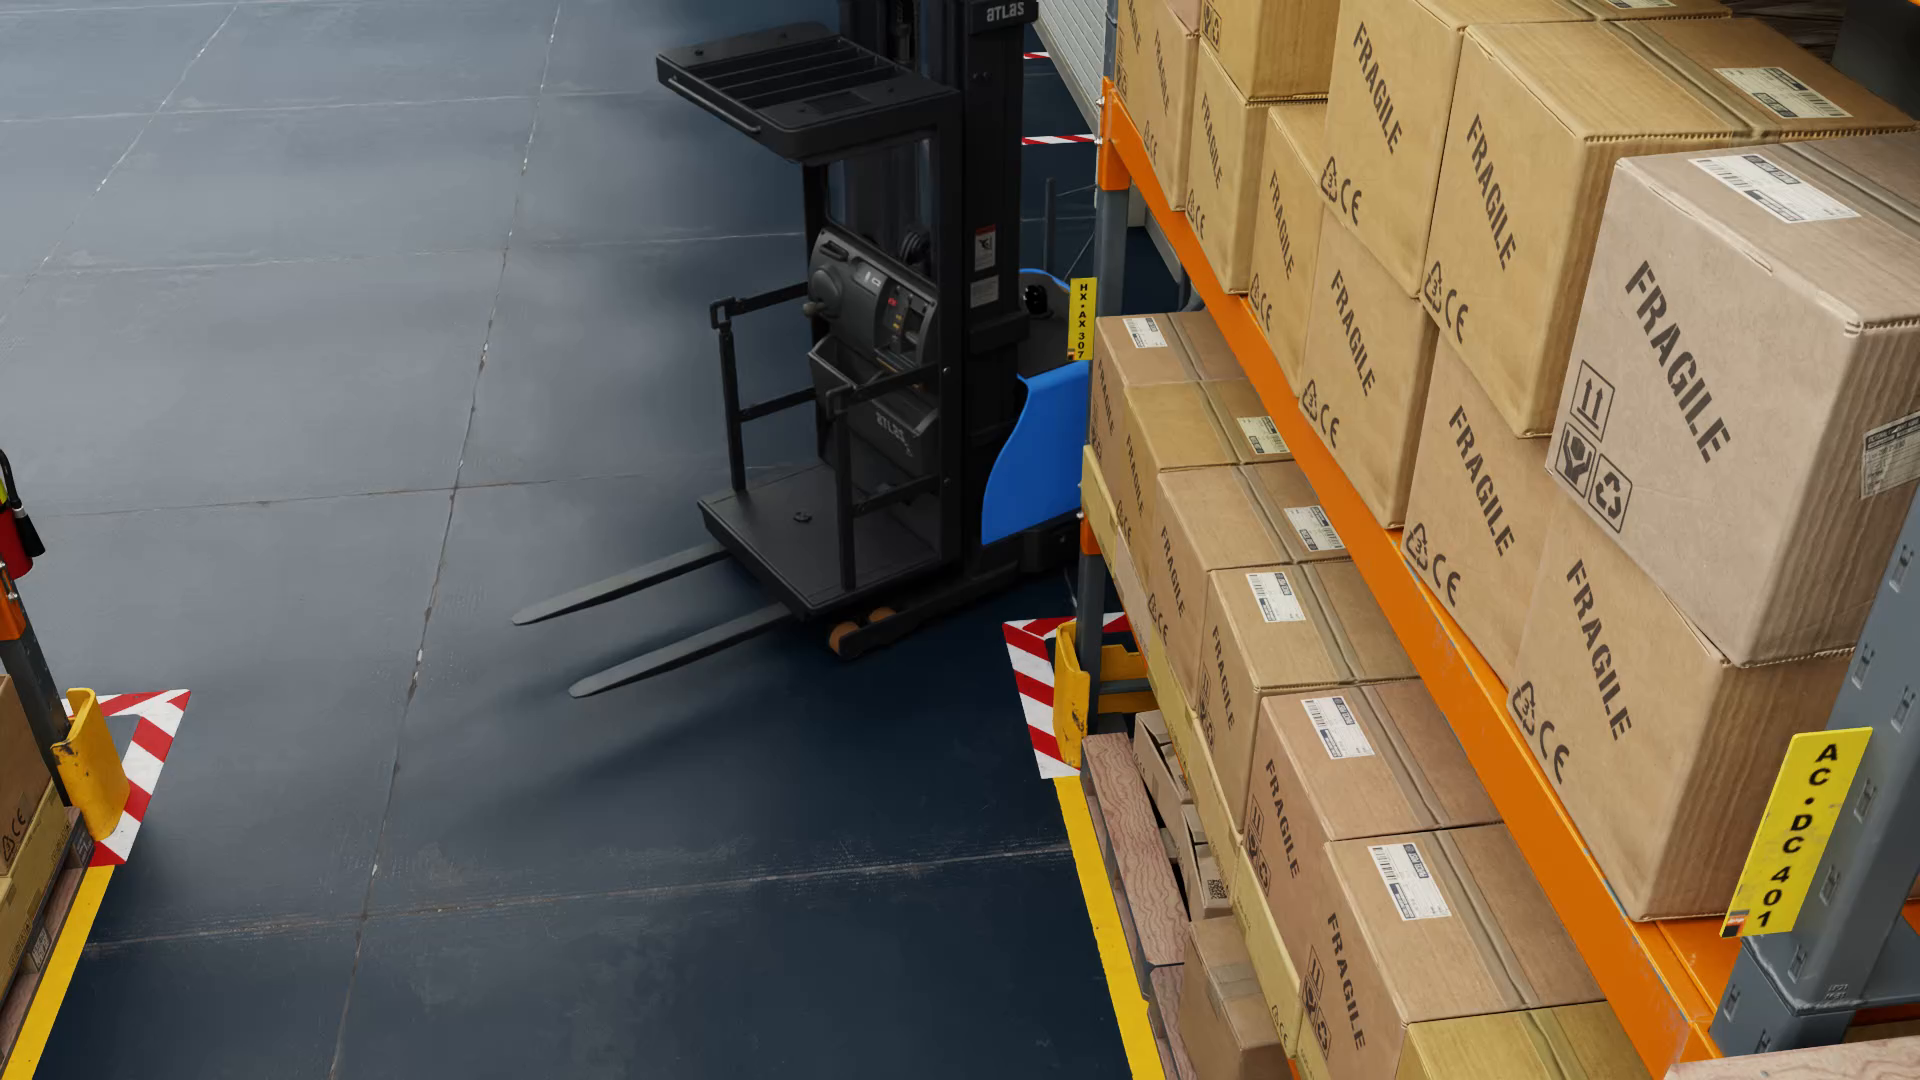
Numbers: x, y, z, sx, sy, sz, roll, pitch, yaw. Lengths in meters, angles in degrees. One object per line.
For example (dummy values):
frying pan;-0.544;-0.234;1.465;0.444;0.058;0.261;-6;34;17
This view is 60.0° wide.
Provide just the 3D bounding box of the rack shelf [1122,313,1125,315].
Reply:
rack shelf;0.928;-0.850;8.484;0.538;0.185;1.000;-21;40;-28

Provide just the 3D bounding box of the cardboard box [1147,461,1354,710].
cardboard box;0.865;0.123;4.856;0.500;0.500;0.500;-5;35;-8

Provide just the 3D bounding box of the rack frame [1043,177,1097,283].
rack frame;0.637;-1.233;8.728;0.500;1.500;0.032;-21;40;-28

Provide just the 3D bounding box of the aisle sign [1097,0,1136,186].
aisle sign;0.672;-1.567;5.578;0.394;0.787;0.004;-4;35;-6

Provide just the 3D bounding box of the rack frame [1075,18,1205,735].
rack frame;0.979;-0.476;6.284;1.000;3.000;0.127;-4;35;-6

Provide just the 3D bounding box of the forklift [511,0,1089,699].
forklift;-0.557;-1.016;7.138;3.031;2.935;1.130;-22;40;-28

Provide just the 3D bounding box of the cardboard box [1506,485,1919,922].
cardboard box;1.204;0.203;2.518;0.500;0.500;0.500;-3;34;-5

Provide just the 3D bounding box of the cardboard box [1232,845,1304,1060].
cardboard box;1.011;1.011;4.219;0.500;0.250;0.500;-5;35;-7

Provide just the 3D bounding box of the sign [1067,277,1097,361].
sign;0.442;-0.792;5.980;0.100;0.325;0.005;-4;35;-6

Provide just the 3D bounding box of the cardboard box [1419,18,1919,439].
cardboard box;1.097;-0.511;2.679;0.500;0.500;0.500;-3;34;-4

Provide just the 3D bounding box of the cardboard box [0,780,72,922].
cardboard box;-3.564;1.141;5.980;0.500;0.250;0.500;-4;35;-6

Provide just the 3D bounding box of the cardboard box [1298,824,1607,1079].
cardboard box;1.074;0.982;3.595;0.500;0.500;0.500;-5;35;-7

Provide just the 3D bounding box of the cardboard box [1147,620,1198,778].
cardboard box;0.877;0.448;5.045;0.500;0.250;0.500;-5;35;-7

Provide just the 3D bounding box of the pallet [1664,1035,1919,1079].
pallet;1.495;0.947;1.700;1.213;0.211;1.003;-4;35;-6

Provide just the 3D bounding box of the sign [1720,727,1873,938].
sign;0.981;0.349;1.952;0.100;0.325;0.005;-4;35;-6

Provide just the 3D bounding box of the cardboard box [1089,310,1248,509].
cardboard box;0.746;-0.443;5.685;0.500;0.500;0.500;-4;35;-6

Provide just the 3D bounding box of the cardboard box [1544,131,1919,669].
cardboard box;1.181;-0.205;2.229;0.500;0.500;0.500;-7;35;-10

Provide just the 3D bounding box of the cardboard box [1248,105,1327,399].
cardboard box;0.980;-0.670;3.799;0.500;0.500;0.500;-2;34;-3

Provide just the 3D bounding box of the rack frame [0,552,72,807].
rack frame;-3.929;-0.098;5.731;1.000;3.000;0.127;-4;35;-6

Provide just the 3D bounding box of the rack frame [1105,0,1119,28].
rack frame;0.979;-2.955;4.595;1.000;3.000;0.127;-4;35;-6

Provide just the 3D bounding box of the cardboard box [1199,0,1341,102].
cardboard box;0.888;-1.376;3.947;0.500;0.500;0.500;-3;34;-5

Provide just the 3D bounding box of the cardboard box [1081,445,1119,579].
cardboard box;0.730;-0.126;5.886;0.500;0.250;0.500;-5;35;-8

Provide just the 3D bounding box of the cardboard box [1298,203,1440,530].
cardboard box;1.037;-0.385;3.381;0.500;0.500;0.500;-6;35;-8

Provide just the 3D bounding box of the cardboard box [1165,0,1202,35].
cardboard box;0.808;-1.661;4.365;0.500;0.500;0.500;-5;35;-7

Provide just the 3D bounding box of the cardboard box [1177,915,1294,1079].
cardboard box;1.109;1.500;5.215;0.700;0.500;0.500;-6;35;-9

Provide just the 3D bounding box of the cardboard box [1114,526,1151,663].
cardboard box;0.814;0.163;5.462;0.500;0.250;0.500;-5;35;-8

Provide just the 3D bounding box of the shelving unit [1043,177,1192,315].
shelving unit;0.928;-0.998;8.383;0.538;1.500;1.048;-21;40;-28

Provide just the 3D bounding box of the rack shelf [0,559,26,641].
rack shelf;-3.660;1.315;4.296;1.077;0.370;4.000;-4;35;-6

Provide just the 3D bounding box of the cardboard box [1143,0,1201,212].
cardboard box;0.813;-1.257;4.660;0.500;0.500;0.500;-2;34;-3

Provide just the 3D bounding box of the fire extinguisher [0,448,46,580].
fire extinguisher;-3.484;-0.167;5.901;0.296;0.674;0.183;-4;35;-6

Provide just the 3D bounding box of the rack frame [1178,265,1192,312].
rack frame;1.219;-0.764;8.039;0.500;1.500;0.032;-21;40;-28

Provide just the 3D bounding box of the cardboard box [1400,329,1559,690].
cardboard box;1.149;-0.079;2.932;0.500;0.500;0.500;-7;35;-10

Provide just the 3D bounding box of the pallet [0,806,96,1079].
pallet;-3.785;1.477;5.894;1.003;0.211;1.213;-4;35;-6

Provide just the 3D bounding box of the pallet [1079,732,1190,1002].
pallet;1.064;1.175;6.338;1.003;0.211;1.213;-4;35;-6

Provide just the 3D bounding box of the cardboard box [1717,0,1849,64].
cardboard box;1.485;-1.095;3.536;0.500;0.500;0.500;-4;35;-6

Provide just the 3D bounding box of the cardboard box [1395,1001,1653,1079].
cardboard box;1.147;1.260;3.187;0.500;0.500;0.500;-4;35;-6

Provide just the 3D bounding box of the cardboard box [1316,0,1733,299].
cardboard box;1.016;-0.800;3.103;0.500;0.500;0.500;-6;35;-8

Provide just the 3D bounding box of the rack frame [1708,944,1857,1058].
rack frame;1.517;1.757;3.009;1.000;3.000;0.127;-4;35;-6

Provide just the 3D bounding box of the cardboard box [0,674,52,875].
cardboard box;-3.562;0.831;5.770;0.500;0.500;0.500;-4;35;-6

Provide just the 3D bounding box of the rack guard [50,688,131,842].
rack guard;-3.932;0.921;6.454;1.175;0.500;0.348;-4;35;-6

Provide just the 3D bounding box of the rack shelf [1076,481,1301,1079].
rack shelf;1.248;0.938;4.849;1.077;0.370;4.000;-4;35;-6

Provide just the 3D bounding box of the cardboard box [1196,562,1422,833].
cardboard box;0.947;0.410;4.434;0.500;0.500;0.500;-3;34;-5

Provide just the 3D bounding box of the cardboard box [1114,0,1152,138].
cardboard box;0.777;-1.559;5.104;0.500;0.500;0.500;-4;34;-5

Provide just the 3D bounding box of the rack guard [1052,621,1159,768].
rack guard;0.990;0.600;6.926;1.175;0.500;0.348;-4;35;-6

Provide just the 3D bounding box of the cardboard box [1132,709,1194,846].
cardboard box;0.983;0.847;6.341;0.500;0.311;0.500;-8;35;-12

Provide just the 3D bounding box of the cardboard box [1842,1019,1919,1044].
cardboard box;1.661;1.222;3.242;0.500;0.500;0.500;-5;35;-7

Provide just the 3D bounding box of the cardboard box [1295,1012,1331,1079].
cardboard box;1.094;1.290;3.809;0.500;0.250;0.500;-4;35;-6

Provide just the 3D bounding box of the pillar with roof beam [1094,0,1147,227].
pillar with roof beam;-3.142;-5.652;8.552;9.100;9.000;0.400;-4;35;-6

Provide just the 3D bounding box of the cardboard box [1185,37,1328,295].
cardboard box;0.887;-0.967;4.236;0.500;0.500;0.500;-3;34;-4

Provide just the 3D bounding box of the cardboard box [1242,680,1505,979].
cardboard box;1.017;0.700;4.009;0.500;0.500;0.500;-5;35;-8

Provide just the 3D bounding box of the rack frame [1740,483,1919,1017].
rack frame;1.517;-0.723;1.319;1.000;3.000;0.127;-4;35;-6

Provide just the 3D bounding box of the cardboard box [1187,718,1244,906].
cardboard box;0.943;0.730;4.630;0.500;0.250;0.500;-4;34;-6

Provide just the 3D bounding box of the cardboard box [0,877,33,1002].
cardboard box;-3.485;1.419;5.572;0.500;0.250;0.500;-4;35;-6

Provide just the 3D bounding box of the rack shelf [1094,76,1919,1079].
rack shelf;1.248;-0.302;4.004;1.077;0.370;4.000;-4;35;-6

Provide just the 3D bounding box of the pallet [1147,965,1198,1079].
pallet;1.225;1.854;5.341;1.003;0.211;1.213;-4;35;-6

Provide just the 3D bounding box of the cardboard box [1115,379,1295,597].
cardboard box;0.802;-0.166;5.280;0.500;0.500;0.500;-4;35;-6

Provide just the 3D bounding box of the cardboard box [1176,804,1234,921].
cardboard box;1.060;1.165;5.874;0.500;0.311;0.500;-2;34;-2
